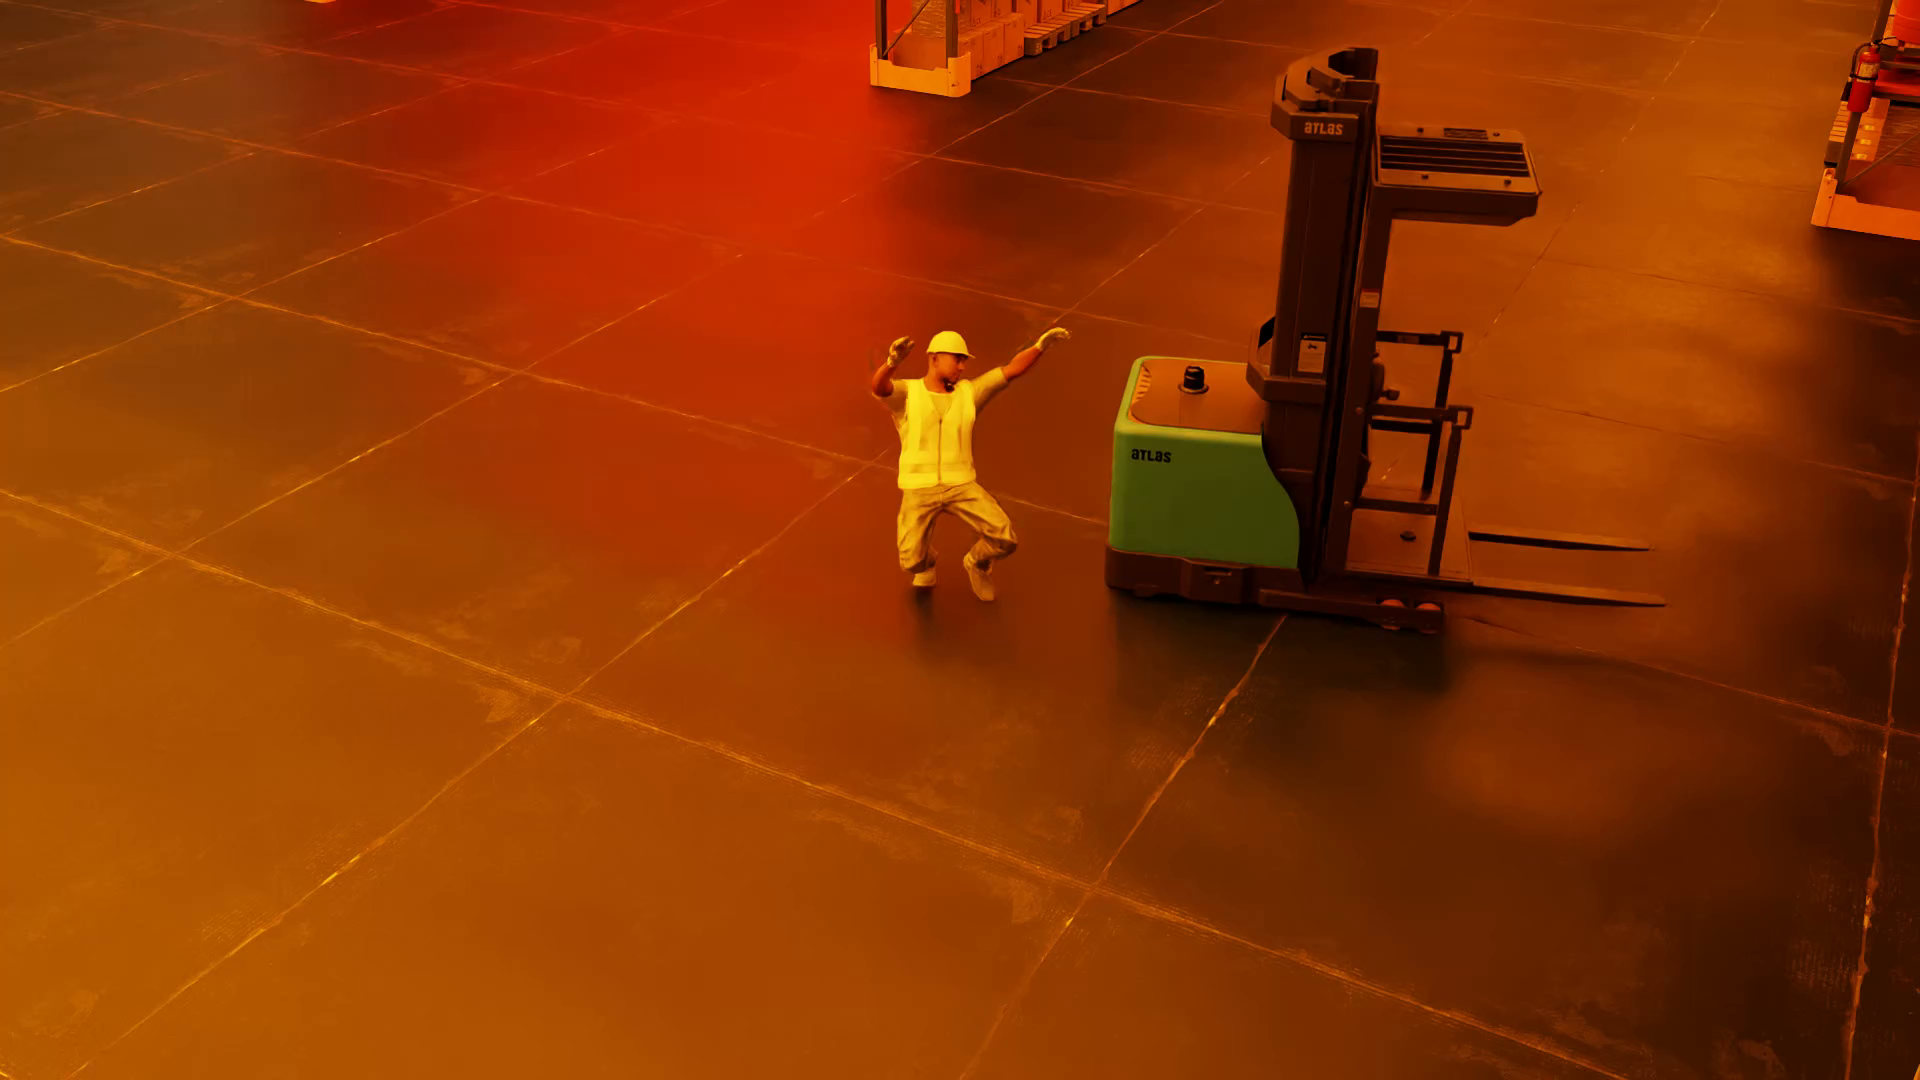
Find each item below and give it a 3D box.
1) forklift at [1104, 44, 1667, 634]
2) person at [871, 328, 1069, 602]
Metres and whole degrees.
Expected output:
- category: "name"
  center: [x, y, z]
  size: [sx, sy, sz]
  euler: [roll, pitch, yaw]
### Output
- category: "forklift"
  center: [2.393, -1.045, 8.881]
  size: [3.031, 2.935, 1.130]
  euler: [6, 31, 10]
- category: "person"
  center: [0.059, -0.433, 9.098]
  size: [1.078, 1.688, 0.796]
  euler: [-4, 30, -7]
